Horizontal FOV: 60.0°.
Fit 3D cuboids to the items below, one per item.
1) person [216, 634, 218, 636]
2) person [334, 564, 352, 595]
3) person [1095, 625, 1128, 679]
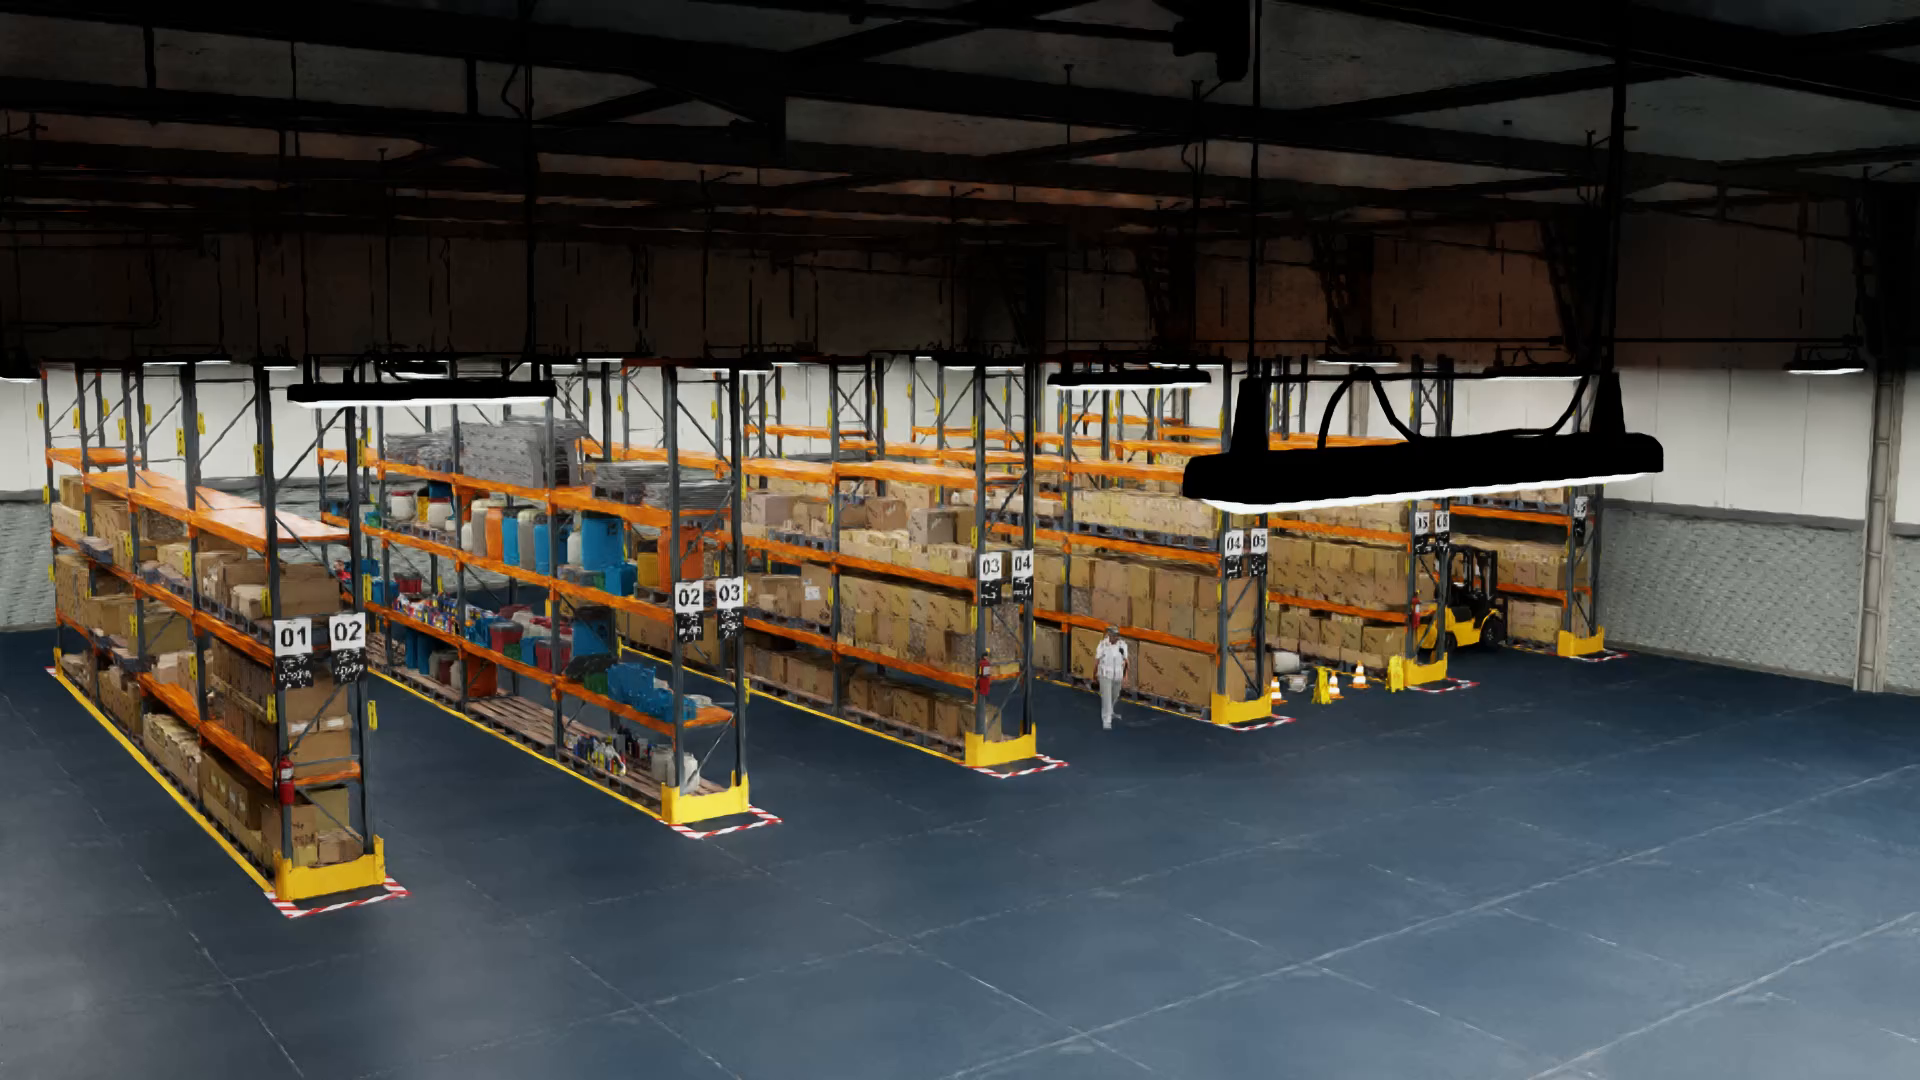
[{"bbox_3d":[-12.980,1.924,29.486,0.538,1.594,0.317,5,9,38],"label":"person"},{"bbox_3d":[-12.582,0.812,33.762,0.540,0.655,0.348,1,7,10],"label":"person"},{"bbox_3d":[2.498,1.810,27.294,0.534,0.899,0.430,-2,7,-15],"label":"person"}]
